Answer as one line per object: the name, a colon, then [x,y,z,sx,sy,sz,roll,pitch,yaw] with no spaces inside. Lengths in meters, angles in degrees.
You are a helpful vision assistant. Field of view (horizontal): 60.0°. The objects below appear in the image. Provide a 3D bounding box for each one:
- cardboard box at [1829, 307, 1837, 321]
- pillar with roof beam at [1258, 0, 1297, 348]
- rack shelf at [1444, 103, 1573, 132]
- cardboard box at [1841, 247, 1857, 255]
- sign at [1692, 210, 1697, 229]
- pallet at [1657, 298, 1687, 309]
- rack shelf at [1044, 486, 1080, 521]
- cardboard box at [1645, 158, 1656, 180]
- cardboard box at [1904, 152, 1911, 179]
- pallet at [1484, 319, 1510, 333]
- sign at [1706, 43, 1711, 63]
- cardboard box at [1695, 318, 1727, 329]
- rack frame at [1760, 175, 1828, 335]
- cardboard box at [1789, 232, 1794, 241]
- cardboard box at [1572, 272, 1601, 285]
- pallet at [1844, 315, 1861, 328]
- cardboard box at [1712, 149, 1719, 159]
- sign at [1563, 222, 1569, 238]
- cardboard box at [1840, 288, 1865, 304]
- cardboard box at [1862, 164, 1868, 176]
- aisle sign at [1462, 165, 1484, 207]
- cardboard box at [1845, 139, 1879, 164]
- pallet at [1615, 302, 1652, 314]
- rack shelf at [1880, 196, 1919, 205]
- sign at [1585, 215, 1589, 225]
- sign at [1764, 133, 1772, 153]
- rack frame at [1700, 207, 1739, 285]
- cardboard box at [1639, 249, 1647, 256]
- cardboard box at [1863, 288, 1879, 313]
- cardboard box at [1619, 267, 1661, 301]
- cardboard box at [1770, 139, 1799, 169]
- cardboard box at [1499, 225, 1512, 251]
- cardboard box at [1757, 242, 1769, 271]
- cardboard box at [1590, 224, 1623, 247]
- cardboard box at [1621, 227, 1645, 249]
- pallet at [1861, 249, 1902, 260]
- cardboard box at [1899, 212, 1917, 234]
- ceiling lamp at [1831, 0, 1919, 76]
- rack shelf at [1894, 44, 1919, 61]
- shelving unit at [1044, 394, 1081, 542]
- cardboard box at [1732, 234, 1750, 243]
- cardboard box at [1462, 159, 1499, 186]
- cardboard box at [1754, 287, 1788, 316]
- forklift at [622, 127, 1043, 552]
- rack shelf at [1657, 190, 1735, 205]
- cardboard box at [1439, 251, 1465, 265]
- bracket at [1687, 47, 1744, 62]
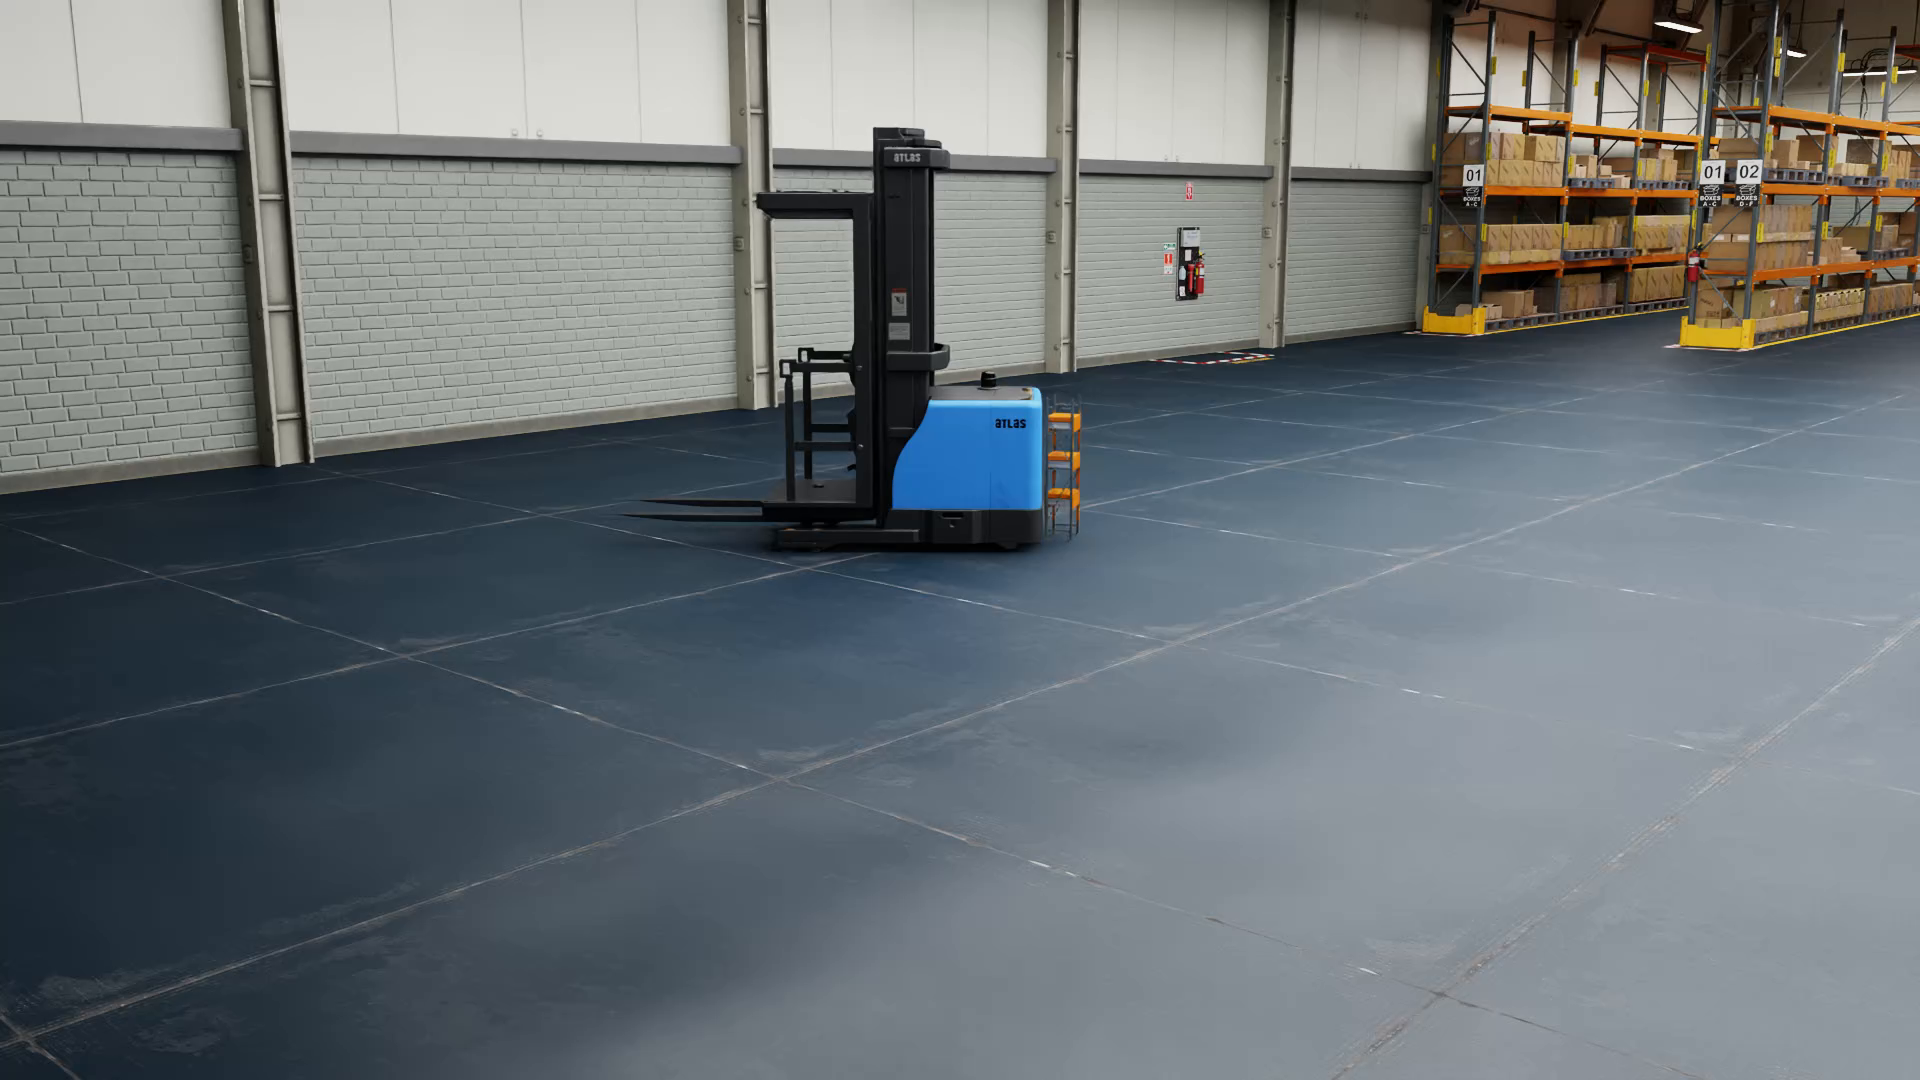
cardboard box: [17.094,-4.509,33.074,0.500,0.250,0.500,9,15,39]
pillar with roof beam: [8.685,-7.241,25.489,9.100,9.000,0.400,10,15,40]
rack shelf: [10.920,-8.405,33.164,1.077,0.370,4.000,10,15,40]
cardboard box: [18.331,-5.969,34.666,0.500,0.311,0.500,11,16,44]
sign: [12.925,-5.640,29.229,0.100,0.325,0.005,10,15,40]
pallet: [17.068,-5.798,40.703,1.003,0.211,1.213,10,15,40]
rack shelf: [0.753,-0.249,12.250,0.215,0.259,0.240,3,12,16]
cardboard box: [15.843,-8.680,38.972,0.700,0.500,0.500,11,16,43]
cardboard box: [20.857,-8.359,37.165,0.600,0.600,0.600,8,14,35]
pallet: [10.213,-4.282,33.112,1.003,0.211,1.213,10,15,40]
sign: [12.925,-8.395,28.679,0.100,0.325,0.005,10,15,40]
cardboard box: [13.455,-3.858,29.818,0.500,0.250,0.500,10,15,40]
rack frame: [15.964,-5.472,31.950,1.000,3.000,0.127,10,15,40]
cardboard box: [15.106,-5.585,30.604,0.380,0.149,0.250,10,15,42]
cardboard box: [14.021,-5.870,37.285,0.500,0.250,0.500,10,15,41]
pallet: [18.032,-4.577,34.589,1.003,0.211,1.213,10,15,40]
cardboard box: [18.537,-9.454,41.370,0.500,0.500,0.500,9,15,39]
sign: [12.653,-6.468,34.724,0.100,0.325,0.005,10,15,40]
cardboard box: [18.443,-5.084,34.525,0.500,0.311,0.500,10,15,42]
cardboard box: [18.347,-7.590,34.206,0.500,0.250,0.500,8,14,36]
aisle sign: [9.778,-6.749,31.706,0.394,0.787,0.004,10,15,40]
cardboard box: [18.897,-8.134,34.812,0.500,0.500,0.500,10,15,40]
pallet: [15.458,-5.439,38.906,1.003,0.211,1.213,10,15,40]
rack shelf: [22.565,-8.062,39.093,1.077,0.370,4.000,10,15,40]
sign: [14.462,-7.340,38.344,0.100,0.325,0.005,10,15,40]
sign: [13.736,-6.749,28.253,0.100,0.325,0.005,10,15,40]
rack frame: [20.162,-7.878,43.994,1.000,3.000,0.127,10,15,40]
cardboard box: [15.684,-6.670,38.537,0.380,0.149,0.250,10,15,42]
cardboard box: [19.119,-5.081,35.249,0.500,0.500,0.500,11,15,43]
cardboard box: [16.048,-6.072,39.368,0.750,0.750,0.750,10,15,40]
cardboard box: [14.625,-6.887,29.692,0.500,0.500,0.500,10,15,40]
cardboard box: [10.475,-5.930,32.662,0.500,0.500,0.500,10,15,41]
cardboard box: [13.984,-5.078,29.719,0.700,0.500,0.500,10,15,42]
cardboard box: [14.578,-6.895,37.695,0.700,0.500,0.500,8,14,34]
cardboard box: [15.394,-6.944,38.252,0.500,0.500,0.500,10,15,42]
pallet: [19.885,-6.253,36.351,1.003,0.211,1.213,10,15,40]
cardboard box: [21.767,-7.221,37.900,0.500,0.500,0.500,10,15,42]
ceiling lamp: [23.830,-13.750,43.177,2.000,3.185,0.800,10,15,40]
rack shelf: [22.565,-11.162,38.474,1.077,0.370,4.000,10,15,40]
shelving unit: [0.754,-0.532,12.194,0.215,1.050,0.252,3,12,16]
cardboard box: [13.744,-5.281,29.080,0.380,0.149,0.250,10,15,40]
cardboard box: [10.008,-7.070,31.987,0.500,0.500,0.500,10,15,42]
cardboard box: [14.837,-4.379,30.513,0.500,0.500,0.500,10,15,40]
forklift: [-0.911,-1.455,12.013,3.031,2.935,1.130,0,11,2]
rack shelf: [18.841,-8.701,42.297,1.077,0.370,4.000,10,15,40]
cardboard box: [9.763,-5.554,32.690,0.500,0.250,0.500,10,15,41]
bracket: [19.575,-12.605,43.156,0.076,0.066,4.783,10,15,40]
